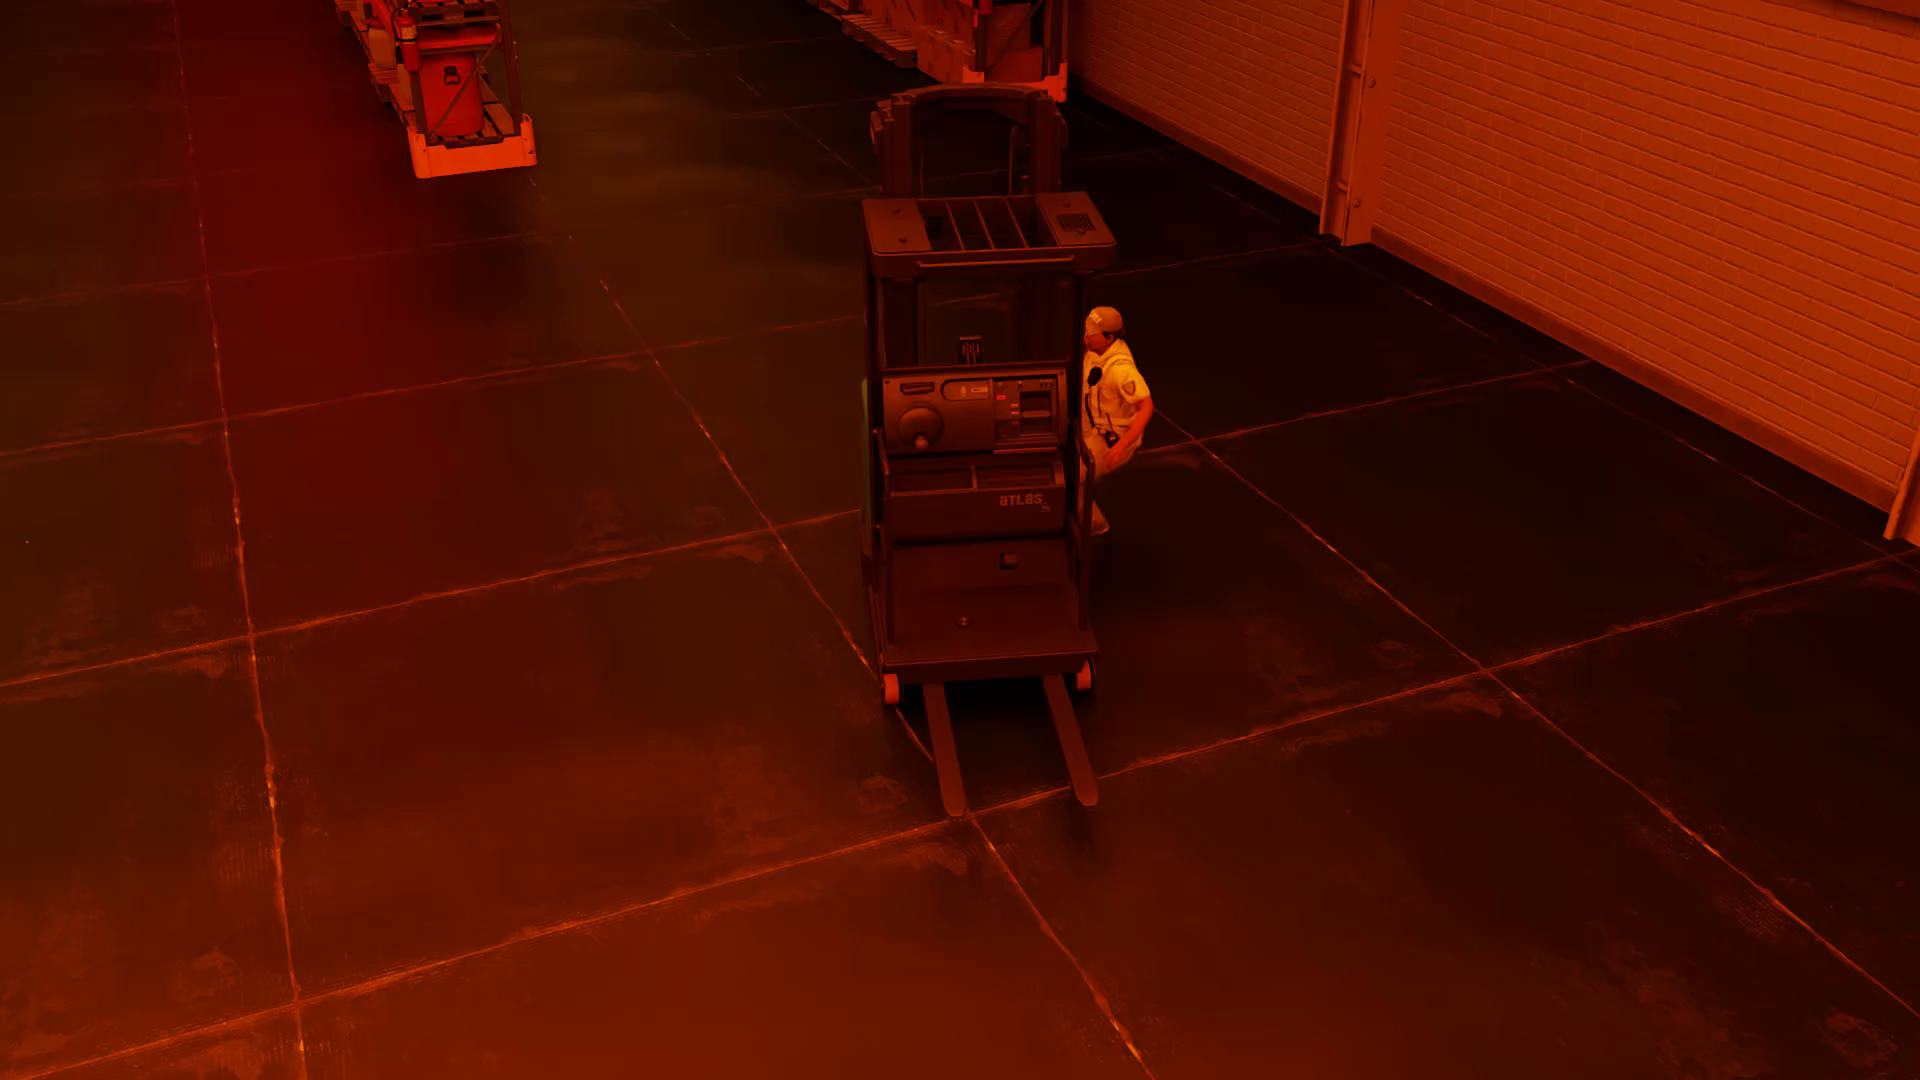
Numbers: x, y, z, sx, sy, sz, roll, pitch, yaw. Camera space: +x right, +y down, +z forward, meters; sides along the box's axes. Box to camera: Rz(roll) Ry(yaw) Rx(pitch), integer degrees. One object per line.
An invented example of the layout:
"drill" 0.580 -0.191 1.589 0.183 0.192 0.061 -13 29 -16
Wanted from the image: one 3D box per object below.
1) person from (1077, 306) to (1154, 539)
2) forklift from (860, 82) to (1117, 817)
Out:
"person" 0.695 -0.610 9.484 0.676 1.519 0.890 -6 30 -10
"forklift" 0.106 -0.605 8.178 1.130 2.935 3.031 -3 30 -6
